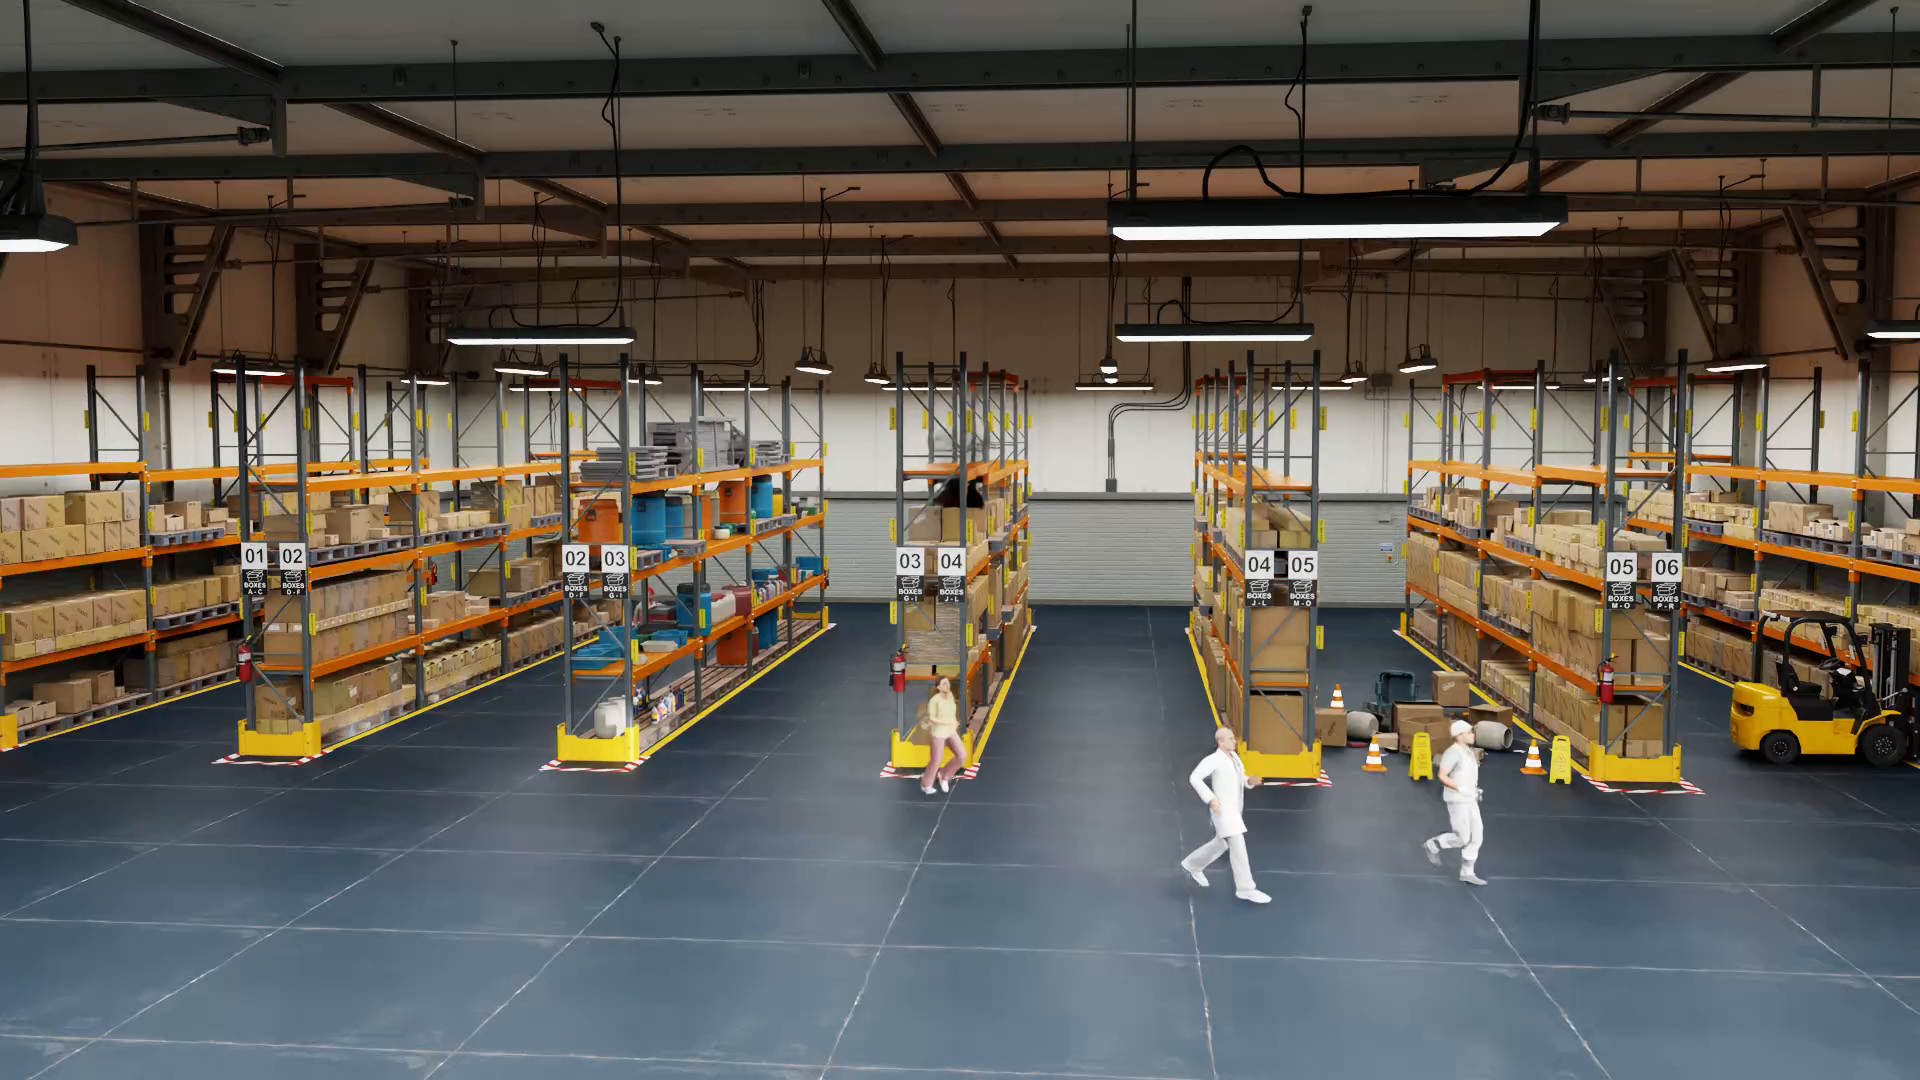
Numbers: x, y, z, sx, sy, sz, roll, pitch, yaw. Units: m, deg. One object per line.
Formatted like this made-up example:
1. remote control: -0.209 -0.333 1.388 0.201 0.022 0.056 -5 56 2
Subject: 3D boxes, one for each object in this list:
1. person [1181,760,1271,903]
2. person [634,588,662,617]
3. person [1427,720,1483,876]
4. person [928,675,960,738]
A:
1. person: 2.791 3.006 17.454 1.065 1.441 0.257 3 5 32
2. person: -6.104 1.778 32.722 0.626 1.690 0.597 0 4 -4
3. person: 5.396 2.809 18.119 0.624 1.702 0.649 4 5 41
4. person: -0.162 2.209 22.081 0.592 0.825 0.619 -3 5 -39
